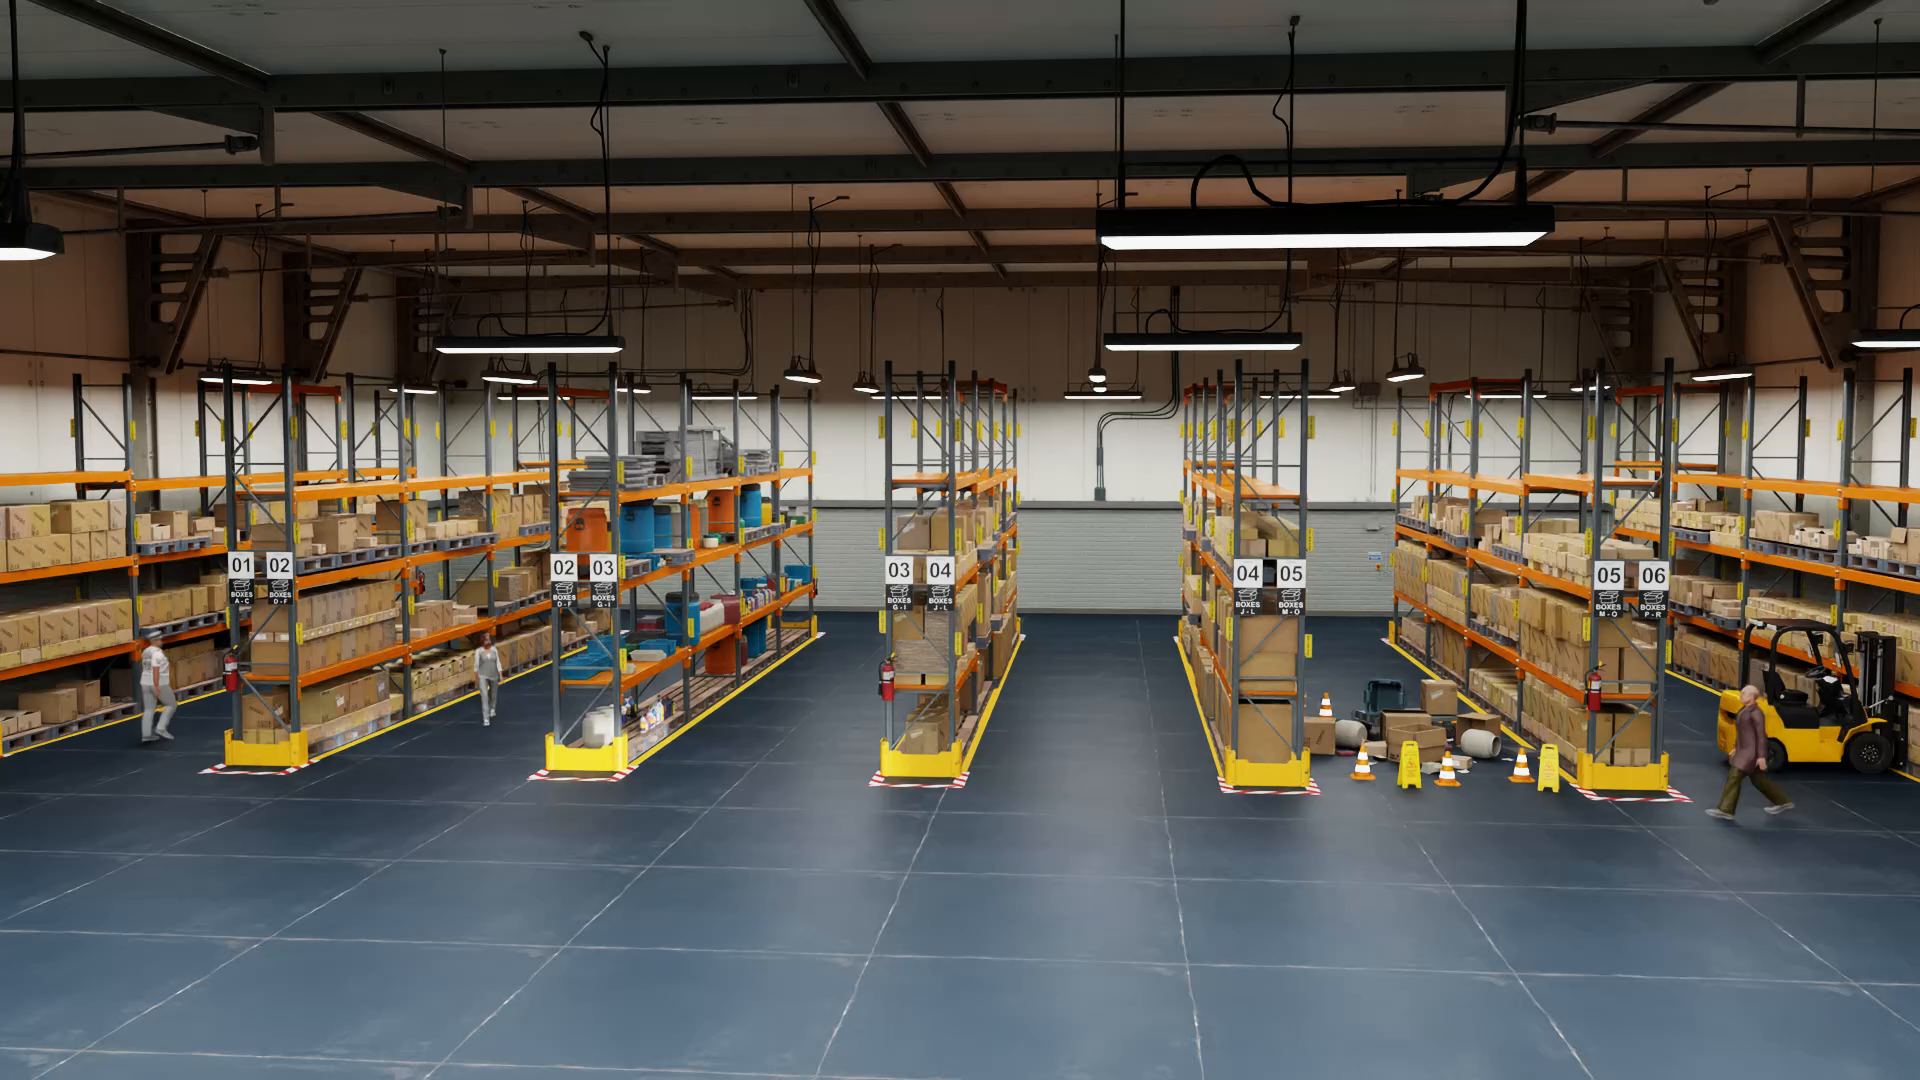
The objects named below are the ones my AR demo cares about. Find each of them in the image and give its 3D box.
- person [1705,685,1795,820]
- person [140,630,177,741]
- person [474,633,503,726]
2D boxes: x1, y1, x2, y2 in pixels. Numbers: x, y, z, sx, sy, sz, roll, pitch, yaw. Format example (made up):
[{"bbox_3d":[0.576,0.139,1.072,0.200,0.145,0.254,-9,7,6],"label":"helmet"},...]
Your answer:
[{"bbox_3d":[10.141,2.724,21.347,1.103,1.732,0.578,1,4,8],"label":"person"},{"bbox_3d":[-12.995,2.355,26.832,0.562,1.768,0.533,1,4,16],"label":"person"},{"bbox_3d":[-8.053,2.343,28.377,0.471,1.539,0.980,-1,4,-20],"label":"person"}]
